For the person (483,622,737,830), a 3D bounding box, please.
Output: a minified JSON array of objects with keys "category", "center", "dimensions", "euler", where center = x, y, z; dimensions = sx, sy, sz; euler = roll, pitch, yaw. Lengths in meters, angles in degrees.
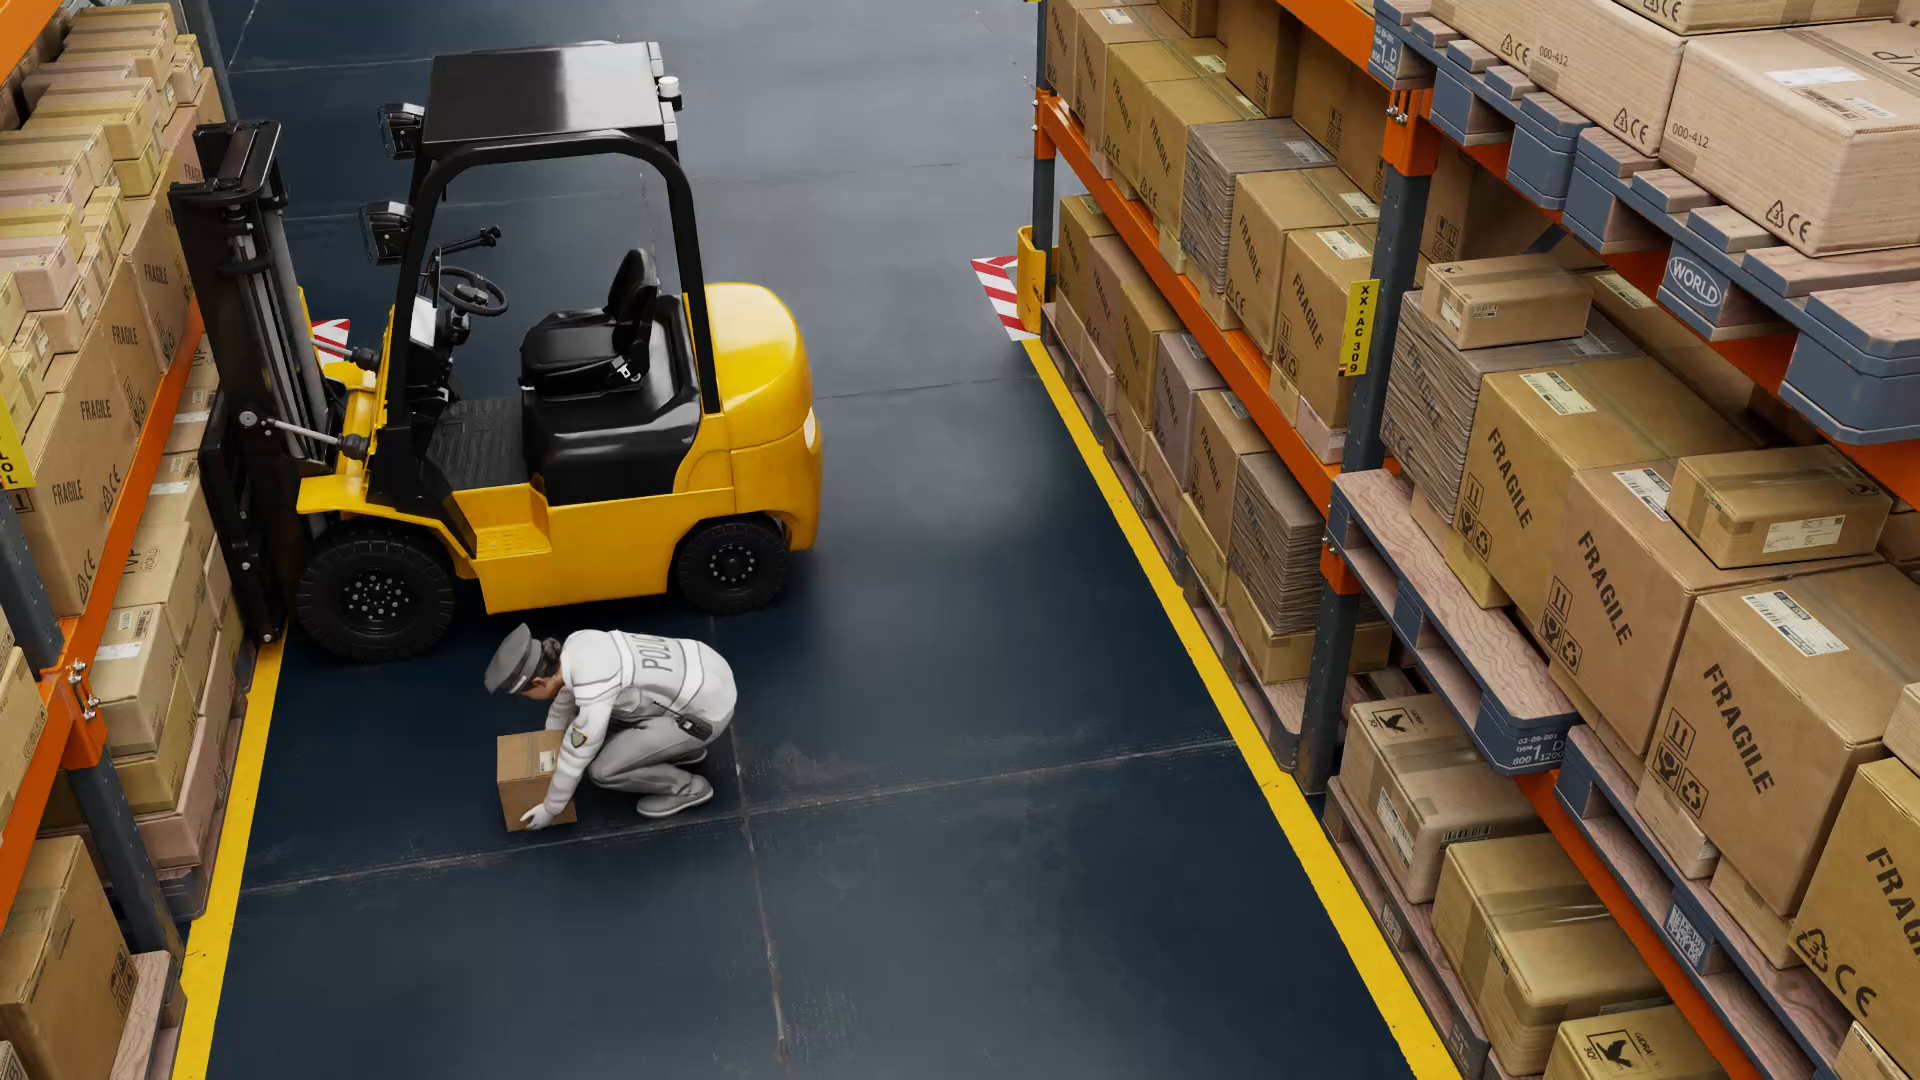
[{"category":"person","center":[-1.241,0.610,6.014],"dimensions":[0.864,0.848,0.478],"euler":[-7,35,-10]}]
